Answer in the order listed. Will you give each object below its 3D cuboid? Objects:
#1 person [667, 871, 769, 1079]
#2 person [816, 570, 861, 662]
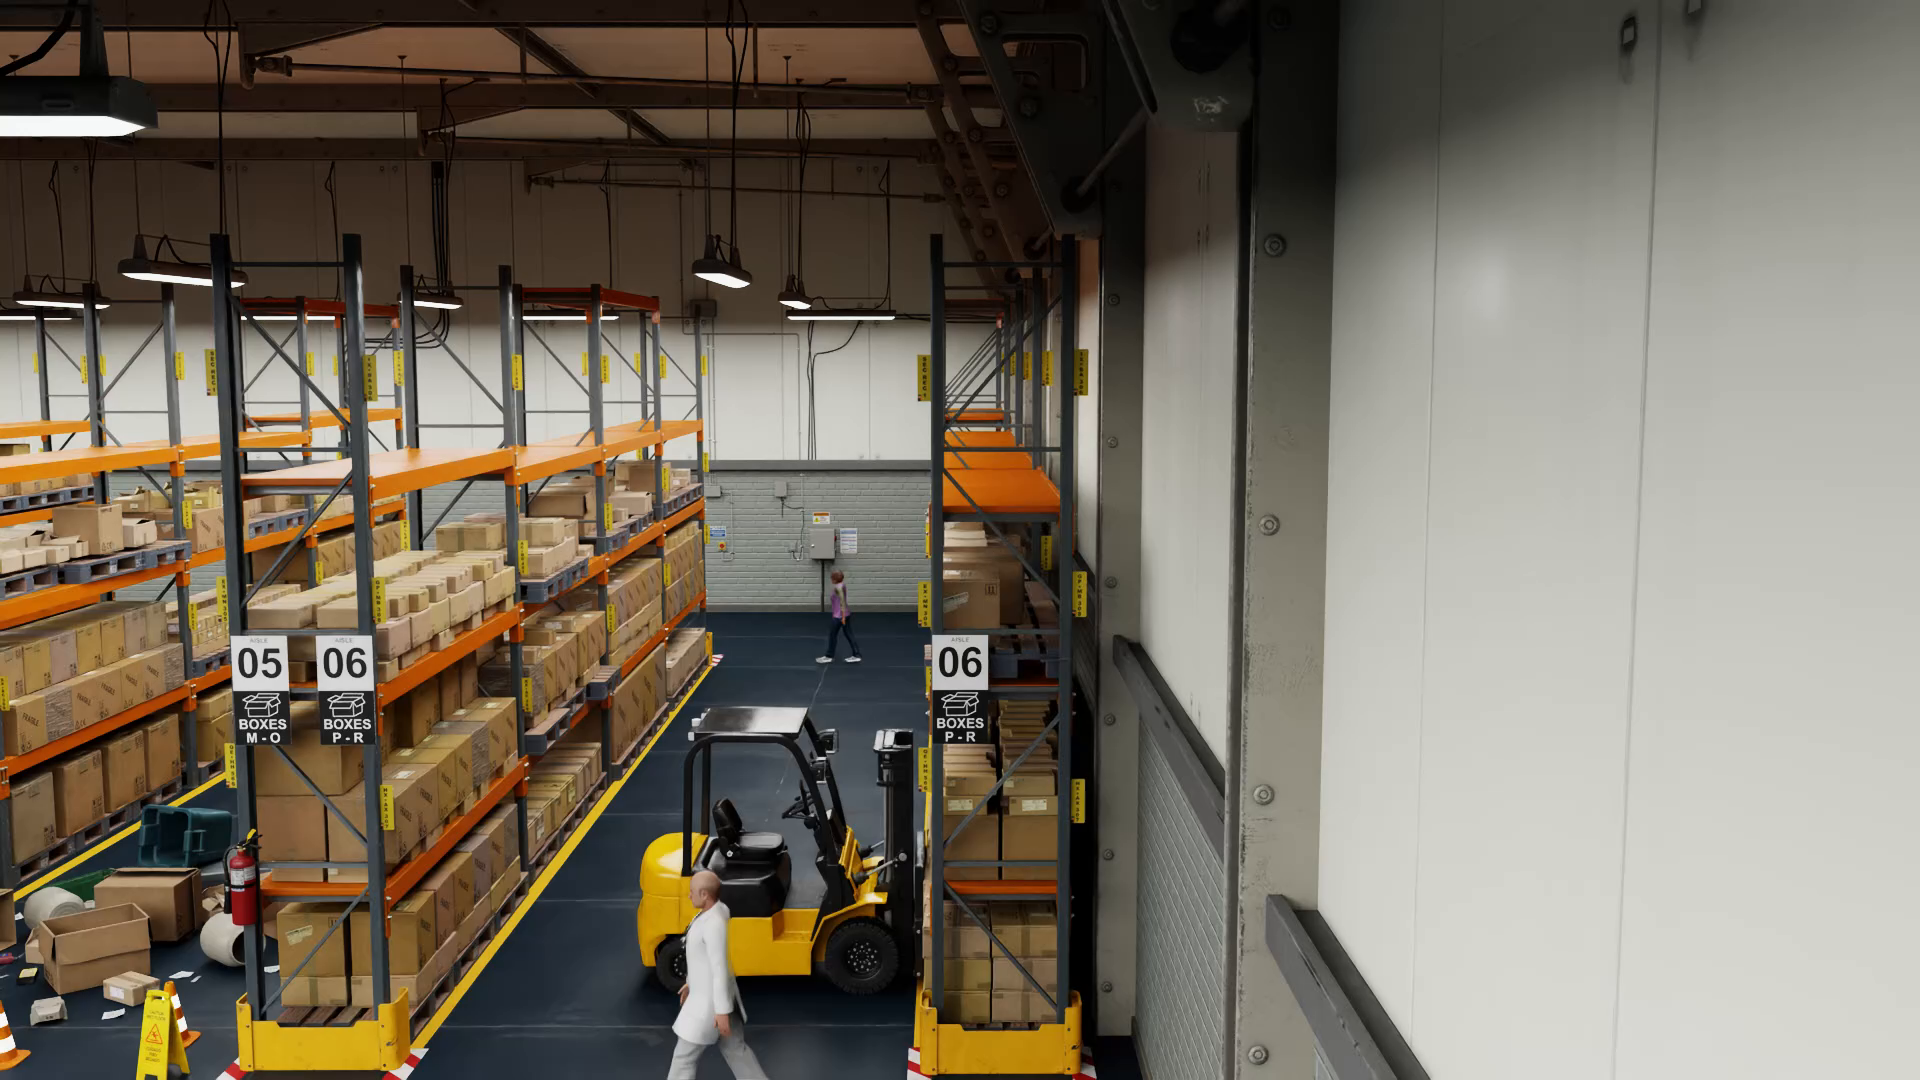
[{"bbox_3d":[-1.696,3.073,11.146,0.953,1.757,0.584,0,6,2],"label":"person"},{"bbox_3d":[-2.043,1.280,28.017,0.779,1.562,0.471,1,6,10],"label":"person"}]
